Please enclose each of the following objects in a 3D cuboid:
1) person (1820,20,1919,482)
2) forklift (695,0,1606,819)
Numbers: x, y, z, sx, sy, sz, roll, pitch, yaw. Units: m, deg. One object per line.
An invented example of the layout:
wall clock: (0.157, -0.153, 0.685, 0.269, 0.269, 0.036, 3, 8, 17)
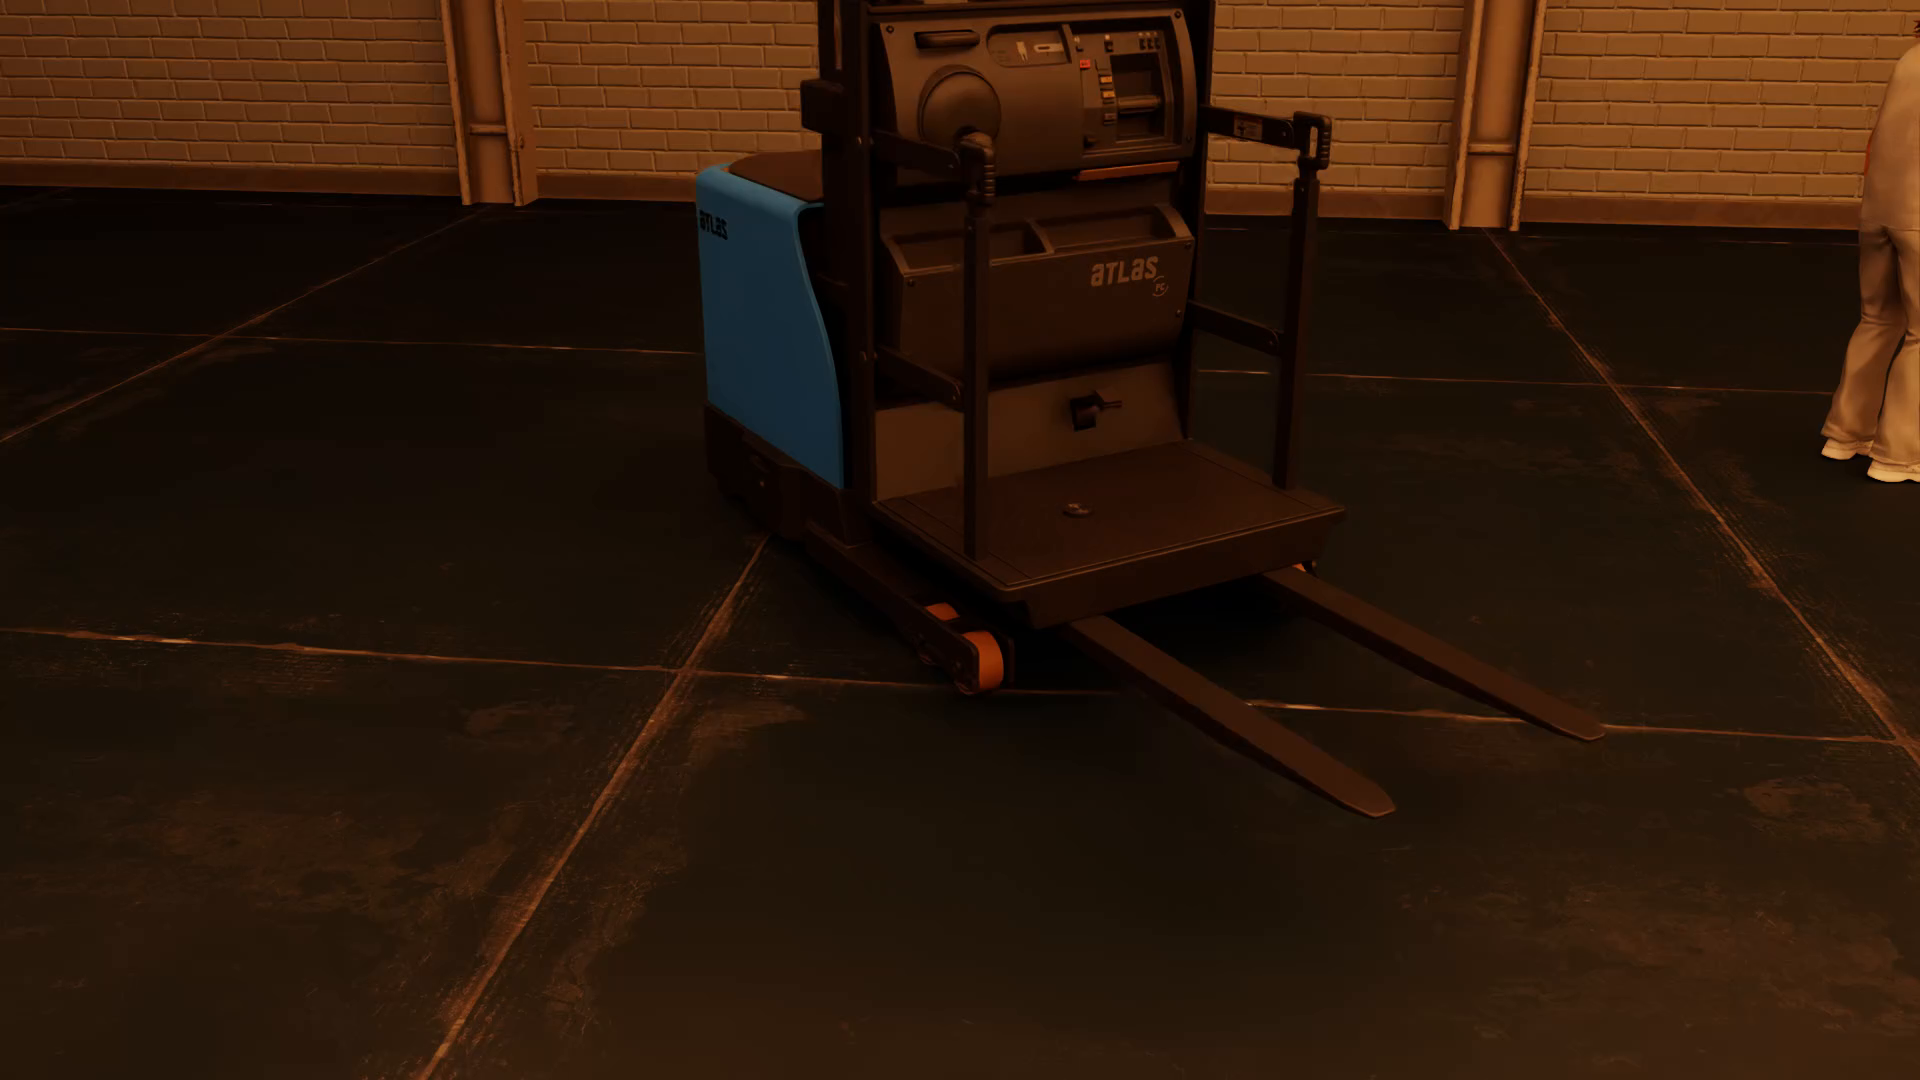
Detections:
person: (3.202, -1.042, 5.528, 0.364, 1.671, 0.499, -5, 23, -13)
forklift: (0.329, -1.163, 4.142, 1.130, 2.935, 3.031, -12, 25, -28)
